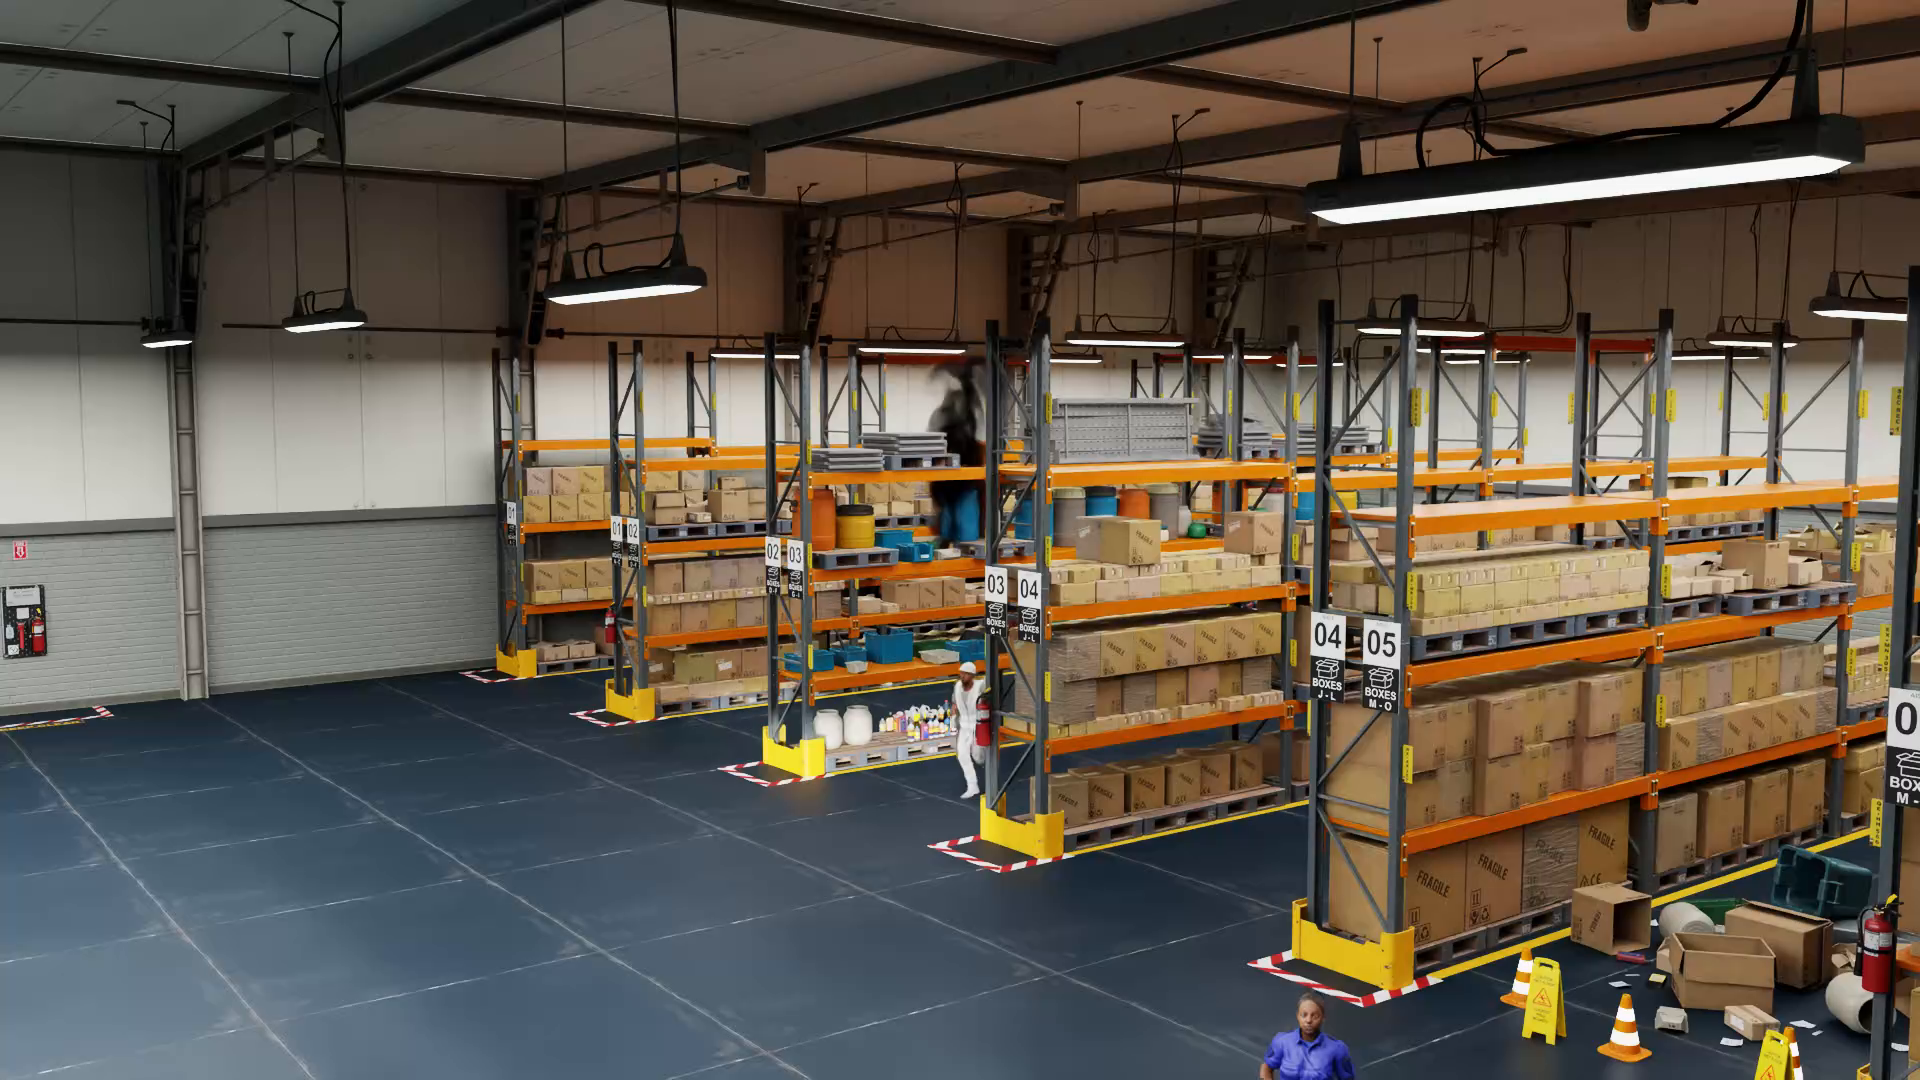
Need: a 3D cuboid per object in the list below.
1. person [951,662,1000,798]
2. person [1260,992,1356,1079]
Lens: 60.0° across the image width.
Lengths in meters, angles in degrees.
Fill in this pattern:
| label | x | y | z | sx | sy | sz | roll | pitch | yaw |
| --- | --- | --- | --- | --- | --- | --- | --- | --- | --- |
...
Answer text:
| label | x | y | z | sx | sy | sz | roll | pitch | yaw |
| --- | --- | --- | --- | --- | --- | --- | --- | --- | --- |
| person | 0.219 | 2.428 | 21.576 | 0.709 | 1.747 | 0.763 | 3 | 6 | 31 |
| person | 2.083 | 3.508 | 9.973 | 0.588 | 1.603 | 0.568 | 2 | 5 | 17 |
